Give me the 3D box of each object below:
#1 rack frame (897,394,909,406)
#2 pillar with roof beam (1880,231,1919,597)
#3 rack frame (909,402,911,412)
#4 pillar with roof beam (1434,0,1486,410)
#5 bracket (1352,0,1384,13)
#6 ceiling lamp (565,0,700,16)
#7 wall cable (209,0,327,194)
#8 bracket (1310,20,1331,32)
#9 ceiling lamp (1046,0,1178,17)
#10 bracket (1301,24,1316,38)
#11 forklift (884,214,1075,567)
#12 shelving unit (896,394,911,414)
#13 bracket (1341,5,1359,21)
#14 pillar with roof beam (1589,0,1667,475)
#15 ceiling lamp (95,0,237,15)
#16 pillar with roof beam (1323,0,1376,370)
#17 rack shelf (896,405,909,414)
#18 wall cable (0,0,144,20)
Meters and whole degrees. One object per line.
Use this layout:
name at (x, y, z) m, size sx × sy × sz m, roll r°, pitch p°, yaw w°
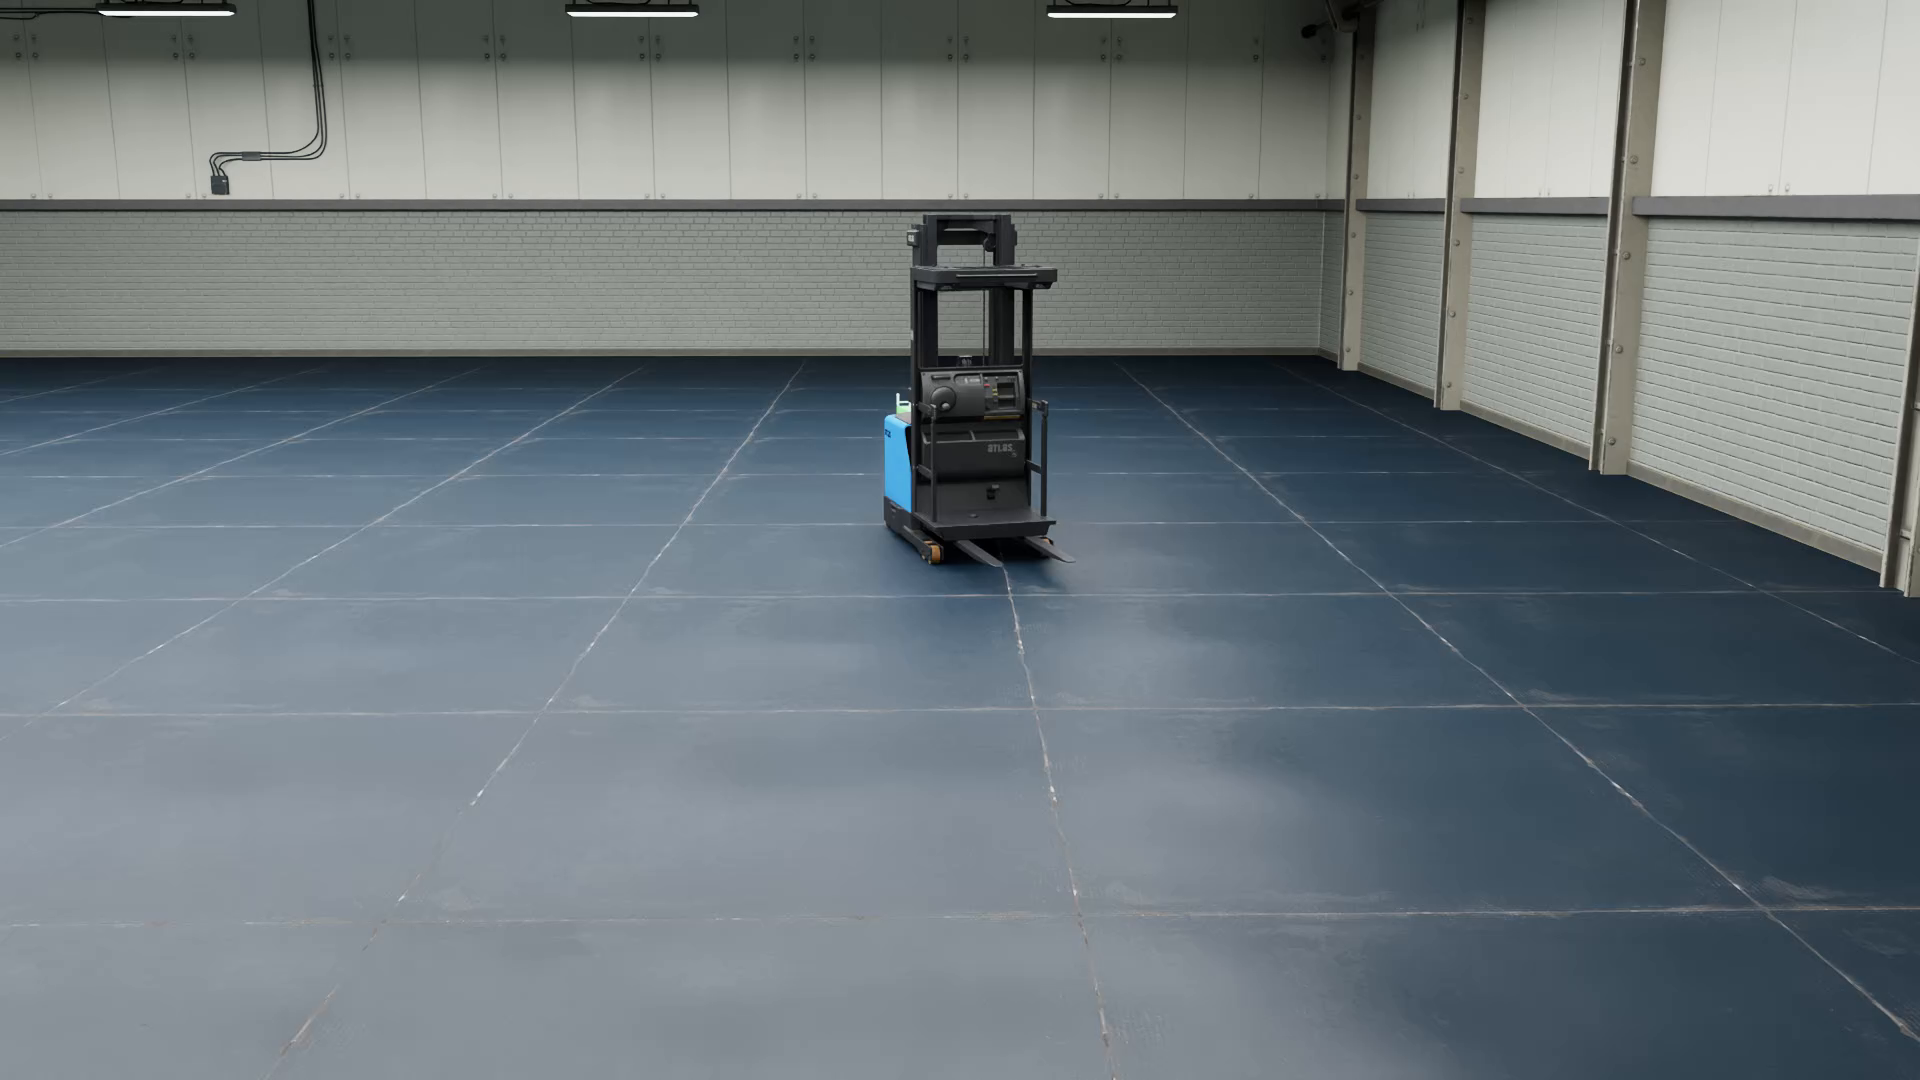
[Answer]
rack frame at (-0.501, -0.848, 16.413) m, size 0.240 × 1.200 × 0.015 m, roll -3°, pitch 12°, yaw -16°
pillar with roof beam at (3.276, -3.984, 12.256) m, size 9.100 × 9.000 × 0.400 m, roll 0°, pitch 11°, yaw -1°
rack frame at (-0.365, -0.755, 15.954) m, size 0.240 × 1.200 × 0.015 m, roll -3°, pitch 12°, yaw -16°
pillar with roof beam at (3.028, -6.370, 24.014) m, size 9.100 × 9.000 × 0.400 m, roll 0°, pitch 11°, yaw -1°
bracket at (6.915, -8.748, 26.684) m, size 0.076 × 0.066 × 4.783 m, roll 0°, pitch 11°, yaw -1°
ceiling lamp at (-5.010, -9.622, 25.364) m, size 2.000 × 3.185 × 0.800 m, roll 0°, pitch 11°, yaw -1°
wall cable at (-13.532, -9.744, 32.094) m, size 2.305 × 6.003 × 0.169 m, roll 0°, pitch 11°, yaw -1°
bracket at (6.808, -9.779, 31.765) m, size 0.076 × 0.066 × 3.189 m, roll 0°, pitch 11°, yaw -1°
ceiling lamp at (2.329, -9.652, 25.513) m, size 2.000 × 3.185 × 0.800 m, roll 0°, pitch 11°, yaw -1°
bracket at (6.796, -9.896, 32.343) m, size 0.235 × 0.232 × 0.430 m, roll 0°, pitch 11°, yaw -1°
forklift at (0.177, -1.316, 14.365) m, size 1.130 × 2.935 × 3.031 m, roll -3°, pitch 12°, yaw -16°
shelving unit at (-0.433, -0.802, 16.184) m, size 0.258 × 1.200 × 0.503 m, roll -3°, pitch 12°, yaw -16°
bracket at (6.862, -9.260, 29.208) m, size 0.235 × 0.232 × 0.430 m, roll 0°, pitch 11°, yaw -1°
pillar with roof beam at (3.152, -5.177, 18.135) m, size 9.100 × 9.000 × 0.400 m, roll 0°, pitch 11°, yaw -1°
ceiling lamp at (-12.068, -9.593, 25.221) m, size 2.000 × 3.185 × 0.800 m, roll 0°, pitch 11°, yaw -1°
pillar with roof beam at (2.904, -7.562, 29.893) m, size 9.100 × 9.000 × 0.548 m, roll 0°, pitch 11°, yaw -1°
rack shelf at (-0.433, -1.209, 16.101) m, size 0.258 × 0.148 × 0.480 m, roll -3°, pitch 12°, yaw -16°
wall cable at (-17.225, -11.248, 31.727) m, size 3.097 × 2.526 × 0.112 m, roll 0°, pitch 11°, yaw -1°
